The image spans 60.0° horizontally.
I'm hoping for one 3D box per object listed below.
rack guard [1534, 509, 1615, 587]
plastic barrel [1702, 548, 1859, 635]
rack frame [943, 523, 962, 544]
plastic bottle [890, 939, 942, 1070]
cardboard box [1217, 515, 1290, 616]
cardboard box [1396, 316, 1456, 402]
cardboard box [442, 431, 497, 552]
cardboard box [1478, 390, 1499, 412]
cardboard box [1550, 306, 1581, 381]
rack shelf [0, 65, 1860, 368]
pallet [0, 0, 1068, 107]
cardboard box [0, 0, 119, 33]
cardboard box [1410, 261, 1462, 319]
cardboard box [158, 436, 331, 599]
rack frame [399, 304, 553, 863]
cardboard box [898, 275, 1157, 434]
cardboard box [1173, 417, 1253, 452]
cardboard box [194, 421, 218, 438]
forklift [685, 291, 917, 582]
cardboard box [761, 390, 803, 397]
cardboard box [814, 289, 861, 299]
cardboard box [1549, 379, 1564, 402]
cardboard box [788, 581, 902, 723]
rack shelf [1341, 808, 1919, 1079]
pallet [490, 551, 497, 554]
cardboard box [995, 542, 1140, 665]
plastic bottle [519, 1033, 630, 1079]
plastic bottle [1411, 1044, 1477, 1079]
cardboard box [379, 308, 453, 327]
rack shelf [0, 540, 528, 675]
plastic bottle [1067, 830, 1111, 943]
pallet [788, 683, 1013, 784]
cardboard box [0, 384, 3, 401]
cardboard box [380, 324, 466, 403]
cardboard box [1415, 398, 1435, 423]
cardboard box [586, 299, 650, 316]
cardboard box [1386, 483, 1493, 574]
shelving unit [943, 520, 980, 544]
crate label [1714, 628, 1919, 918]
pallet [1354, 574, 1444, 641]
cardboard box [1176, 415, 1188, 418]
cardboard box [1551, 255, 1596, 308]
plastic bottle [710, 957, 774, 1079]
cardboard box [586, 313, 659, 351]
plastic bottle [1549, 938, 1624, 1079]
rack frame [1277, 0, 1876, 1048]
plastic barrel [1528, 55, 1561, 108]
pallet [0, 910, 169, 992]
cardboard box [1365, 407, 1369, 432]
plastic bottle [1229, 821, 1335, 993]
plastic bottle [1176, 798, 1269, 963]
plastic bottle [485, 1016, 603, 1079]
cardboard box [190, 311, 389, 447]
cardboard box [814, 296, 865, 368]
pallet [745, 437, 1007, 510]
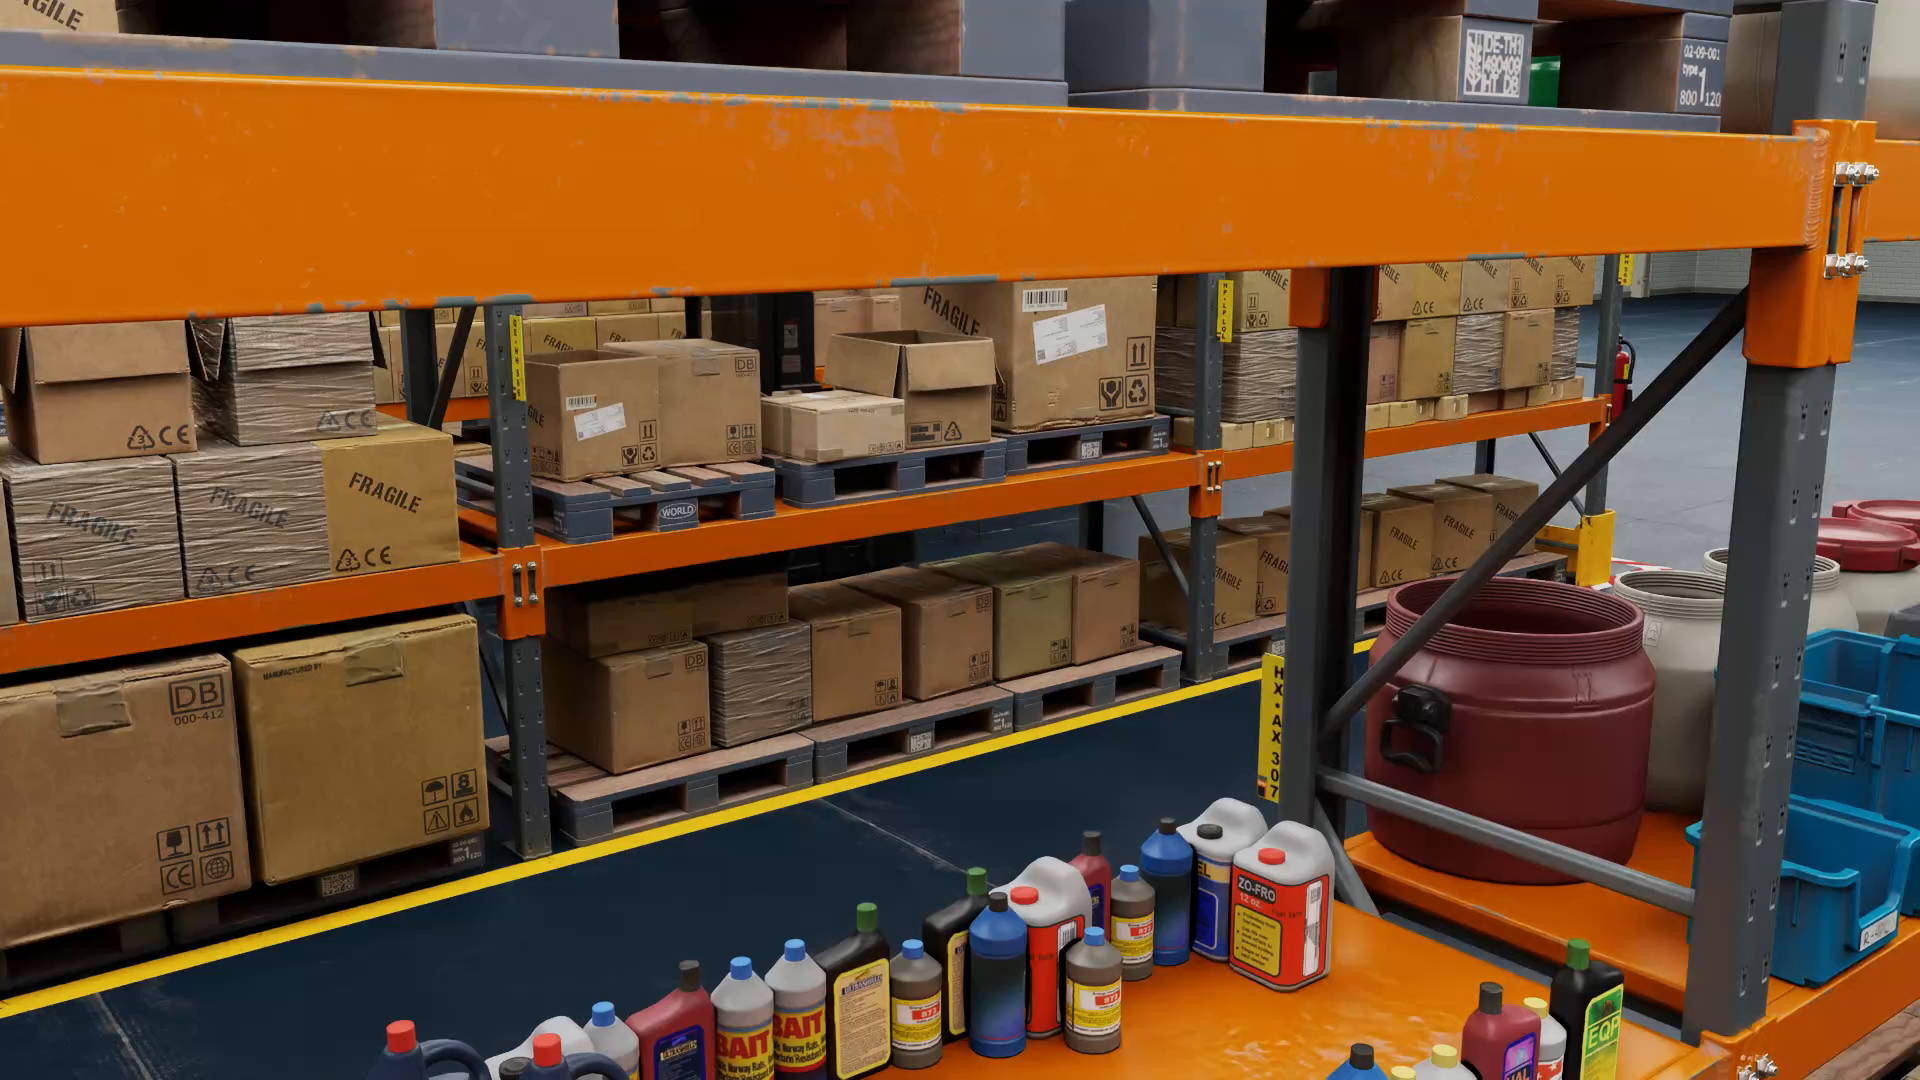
[{"bbox_3d":[4.128,-0.031,12.069,0.348,0.500,1.175,-9,15,-38],"label":"rack guard"},{"bbox_3d":[2.034,0.301,4.222,0.421,0.512,0.421,0,12,0],"label":"plastic barrel"},{"bbox_3d":[-0.060,-0.577,12.957,0.006,1.200,0.240,-9,15,-38],"label":"rack frame"},{"bbox_3d":[-0.078,0.767,2.773,0.097,0.201,0.097,0,12,0],"label":"plastic bottle"},{"bbox_3d":[1.844,0.152,10.198,0.500,0.500,0.500,-4,13,-20],"label":"cardboard box"},{"bbox_3d":[2.610,-1.186,10.533,0.500,0.500,0.875,-9,15,-38],"label":"cardboard box"},{"bbox_3d":[-3.867,-0.326,11.848,0.750,0.750,1.050,-9,15,-37],"label":"cardboard box"},{"bbox_3d":[3.309,-0.941,10.944,0.250,0.149,0.380,-9,15,-38],"label":"cardboard box"},{"bbox_3d":[3.741,-1.391,11.500,0.500,0.500,0.875,-9,15,-38],"label":"cardboard box"},{"bbox_3d":[-0.527,-0.278,1.725,4.000,0.370,1.077,-9,15,-38],"label":"rack shelf"},{"bbox_3d":[-0.654,-0.543,1.697,1.213,0.211,1.003,-9,15,-38],"label":"pallet"},{"bbox_3d":[-3.110,-1.730,5.580,0.500,0.500,0.500,-8,15,-35],"label":"cardboard box"},{"bbox_3d":[2.738,-1.641,10.273,0.500,0.500,0.500,-9,15,-38],"label":"cardboard box"},{"bbox_3d":[-2.683,-0.106,6.166,0.500,0.500,0.500,-10,15,-38],"label":"cardboard box"},{"bbox_3d":[-2.059,-0.225,6.968,0.127,3.000,1.000,-9,15,-38],"label":"rack frame"},{"bbox_3d":[0.356,-1.163,8.927,1.000,1.000,1.000,-9,15,-37],"label":"cardboard box"},{"bbox_3d":[1.420,-0.600,9.340,0.250,0.149,0.380,-9,15,-38],"label":"cardboard box"},{"bbox_3d":[-3.010,-0.188,6.551,0.500,0.500,0.500,-10,16,-39],"label":"cardboard box"},{"bbox_3d":[-1.807,-1.126,11.373,3.031,2.935,1.130,-8,15,-35],"label":"forklift"},{"bbox_3d":[-0.926,-0.625,8.163,0.258,0.266,0.396,-10,16,-39],"label":"cardboard box"},{"bbox_3d":[-1.289,-2.296,13.759,0.550,0.550,0.875,-9,15,-38],"label":"cardboard box"},{"bbox_3d":[3.898,-1.038,11.398,0.250,0.149,0.380,-9,15,-38],"label":"cardboard box"},{"bbox_3d":[-0.685,0.543,8.307,0.500,0.500,0.700,-8,14,-33],"label":"cardboard box"},{"bbox_3d":[2.597,0.671,4.481,4.000,0.370,1.077,-9,15,-38],"label":"rack shelf"},{"bbox_3d":[-3.464,0.074,12.273,1.213,0.211,1.003,-9,15,-38],"label":"pallet"},{"bbox_3d":[0.571,0.340,9.267,0.500,0.500,0.700,-11,16,-42],"label":"cardboard box"},{"bbox_3d":[-0.515,0.813,2.196,0.185,0.351,0.144,-9,15,-38],"label":"plastic bottle"},{"bbox_3d":[0.704,0.839,2.434,0.097,0.201,0.097,0,12,0],"label":"plastic bottle"},{"bbox_3d":[-3.929,-1.770,11.596,0.500,0.500,0.700,-10,15,-39],"label":"cardboard box"},{"bbox_3d":[-3.621,0.386,5.820,4.000,0.370,1.077,-9,15,-38],"label":"rack shelf"},{"bbox_3d":[0.210,0.674,3.013,0.133,0.283,0.061,-9,15,-38],"label":"plastic bottle"},{"bbox_3d":[-0.496,0.880,8.475,1.213,0.211,1.003,-9,15,-38],"label":"pallet"},{"bbox_3d":[-5.573,-0.921,9.840,0.250,0.149,0.380,-9,15,-37],"label":"cardboard box"},{"bbox_3d":[-3.770,-1.238,11.496,0.500,0.500,0.500,-9,15,-38],"label":"cardboard box"},{"bbox_3d":[2.750,-0.837,10.454,0.250,0.149,0.380,-9,15,-38],"label":"cardboard box"},{"bbox_3d":[-2.740,-1.967,12.524,0.500,0.500,0.700,-10,15,-39],"label":"cardboard box"},{"bbox_3d":[3.244,-0.084,11.312,0.500,0.500,0.500,-5,13,-23],"label":"cardboard box"},{"bbox_3d":[0.011,-0.589,13.013,0.189,1.200,0.258,-9,15,-38],"label":"shelving unit"},{"bbox_3d":[1.980,0.476,3.581,0.616,0.435,0.502,-9,15,-38],"label":"crate label"},{"bbox_3d":[2.520,0.368,10.888,1.213,0.211,1.003,-9,15,-38],"label":"pallet"},{"bbox_3d":[1.250,-0.728,9.939,0.250,0.149,0.380,-9,15,-38],"label":"cardboard box"},{"bbox_3d":[3.912,-1.835,11.186,0.500,0.500,0.500,-9,15,-38],"label":"cardboard box"},{"bbox_3d":[-0.334,0.775,2.565,0.097,0.271,0.097,0,12,0],"label":"plastic bottle"},{"bbox_3d":[-2.590,-1.434,12.420,0.500,0.500,0.500,-10,15,-38],"label":"cardboard box"},{"bbox_3d":[0.986,0.757,2.623,0.133,0.283,0.061,-9,15,-38],"label":"plastic bottle"},{"bbox_3d":[1.035,0.578,3.184,0.127,3.000,1.000,-9,15,-38],"label":"rack frame"},{"bbox_3d":[1.196,-0.853,3.079,0.294,0.245,0.294,0,12,0],"label":"plastic barrel"},{"bbox_3d":[-3.674,1.386,6.091,1.213,0.211,1.003,-9,15,-38],"label":"pallet"},{"bbox_3d":[2.211,-0.727,9.938,0.250,0.149,0.380,-9,15,-38],"label":"cardboard box"},{"bbox_3d":[0.590,0.667,3.063,0.135,0.276,0.152,-9,15,-38],"label":"plastic bottle"},{"bbox_3d":[0.495,0.643,3.180,0.135,0.276,0.152,-9,15,-38],"label":"plastic bottle"},{"bbox_3d":[-0.588,0.823,2.332,0.135,0.276,0.152,-9,15,-38],"label":"plastic bottle"},{"bbox_3d":[-2.640,-0.673,6.419,0.637,0.503,0.797,-9,15,-36],"label":"cardboard box"},{"bbox_3d":[-1.260,-1.760,13.835,0.550,0.550,0.875,-9,15,-38],"label":"cardboard box"},{"bbox_3d":[-0.539,-0.395,8.228,1.213,0.211,1.003,-9,15,-38],"label":"pallet"}]
